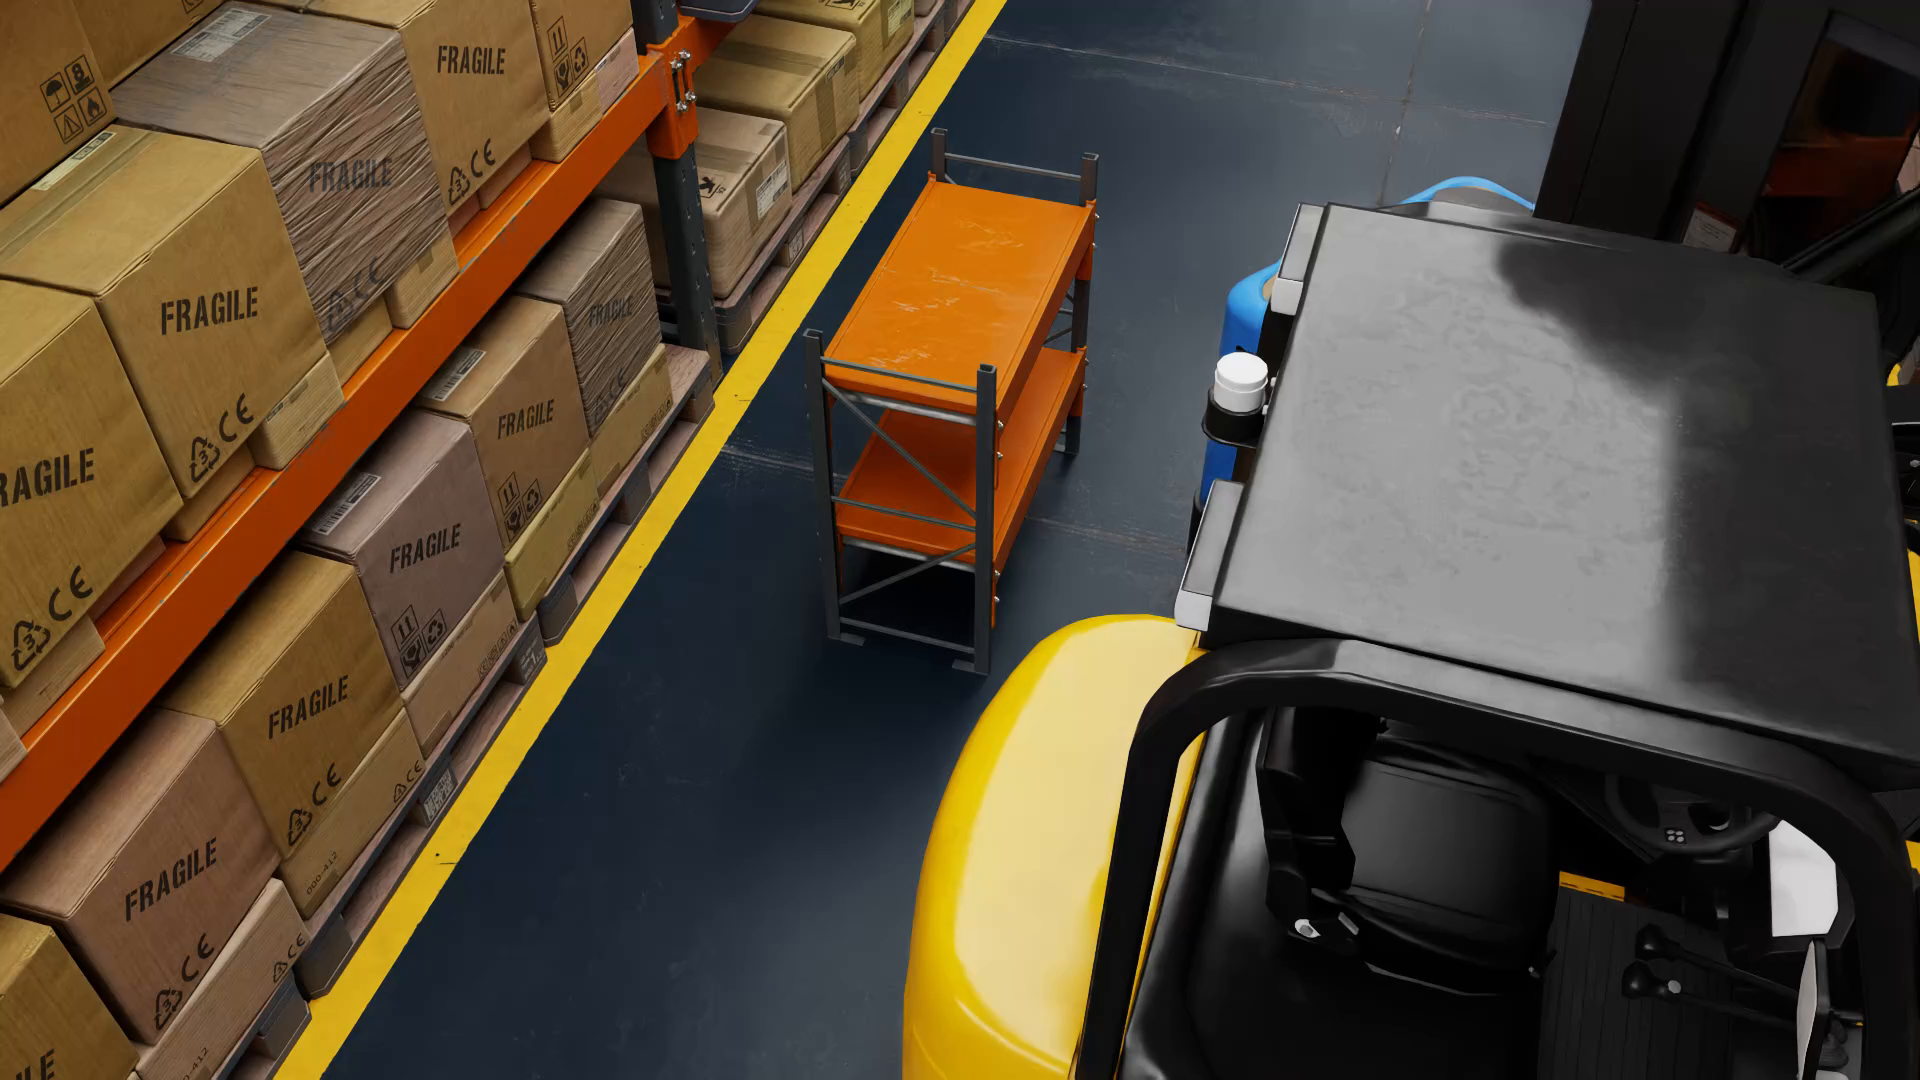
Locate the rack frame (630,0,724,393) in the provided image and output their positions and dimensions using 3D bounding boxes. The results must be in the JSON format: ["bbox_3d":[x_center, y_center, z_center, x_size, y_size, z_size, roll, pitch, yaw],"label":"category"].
[{"bbox_3d":[-1.323,-1.710,4.853,1.000,3.000,0.127,13,46,13],"label":"rack frame"}]

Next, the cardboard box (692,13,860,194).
[{"bbox_3d":[-0.952,-1.751,6.473,0.950,0.372,0.625,15,46,15],"label":"cardboard box"}]

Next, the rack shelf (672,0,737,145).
[{"bbox_3d":[-0.717,-2.786,6.466,1.077,0.370,4.000,13,46,13],"label":"rack shelf"}]

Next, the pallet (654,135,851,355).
[{"bbox_3d":[-1.088,-1.232,6.358,1.003,0.211,1.213,13,46,13],"label":"pallet"}]

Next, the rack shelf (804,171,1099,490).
[{"bbox_3d":[0.002,-0.616,4.656,0.538,0.278,1.000,13,46,13],"label":"rack shelf"}]

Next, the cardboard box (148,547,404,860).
[{"bbox_3d":[-1.706,0.344,3.883,0.500,0.500,0.500,13,46,13],"label":"cardboard box"}]

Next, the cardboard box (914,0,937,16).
[{"bbox_3d":[-0.508,-2.719,7.462,0.950,0.372,0.625,12,46,12],"label":"cardboard box"}]

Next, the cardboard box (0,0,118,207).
[{"bbox_3d":[-2.087,-0.930,3.057,0.700,0.500,0.500,12,46,12],"label":"cardboard box"}]

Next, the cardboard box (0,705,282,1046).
[{"bbox_3d":[-1.865,0.677,3.543,0.500,0.500,0.500,11,45,11],"label":"cardboard box"}]

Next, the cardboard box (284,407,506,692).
[{"bbox_3d":[-1.552,-0.014,4.249,0.500,0.500,0.500,15,46,15],"label":"cardboard box"}]

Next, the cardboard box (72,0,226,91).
[{"bbox_3d":[-2.016,-1.297,3.432,0.700,0.500,0.500,12,46,12],"label":"cardboard box"}]

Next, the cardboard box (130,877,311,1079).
[{"bbox_3d":[-1.865,0.971,3.778,0.500,0.250,0.500,14,46,14],"label":"cardboard box"}]

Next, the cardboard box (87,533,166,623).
[{"bbox_3d":[-1.824,0.005,3.280,0.380,0.149,0.250,14,46,14],"label":"cardboard box"}]

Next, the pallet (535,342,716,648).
[{"bbox_3d":[-1.492,-0.258,5.363,1.003,0.211,1.213,13,46,13],"label":"pallet"}]

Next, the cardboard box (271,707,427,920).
[{"bbox_3d":[-1.711,0.605,4.153,0.500,0.250,0.500,15,46,15],"label":"cardboard box"}]

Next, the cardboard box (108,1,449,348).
[{"bbox_3d":[-1.522,-0.812,3.651,0.500,0.500,0.500,14,46,14],"label":"cardboard box"}]

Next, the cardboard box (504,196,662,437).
[{"bbox_3d":[-1.246,-0.694,4.944,0.500,0.500,0.500,12,46,12],"label":"cardboard box"}]

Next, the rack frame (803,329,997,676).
[{"bbox_3d":[-0.152,-0.068,4.515,0.500,1.125,0.032,13,46,13],"label":"rack frame"}]

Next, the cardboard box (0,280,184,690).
[{"bbox_3d":[-1.819,-0.128,2.952,0.500,0.500,0.500,12,46,12],"label":"cardboard box"}]

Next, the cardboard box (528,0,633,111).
[{"bbox_3d":[-1.220,-1.503,4.357,0.500,0.500,0.500,11,46,11],"label":"cardboard box"}]

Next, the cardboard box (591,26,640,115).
[{"bbox_3d":[-1.130,-1.341,4.655,0.380,0.149,0.250,12,46,12],"label":"cardboard box"}]

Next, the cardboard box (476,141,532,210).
[{"bbox_3d":[-1.352,-1.016,4.323,0.380,0.149,0.250,13,46,13],"label":"cardboard box"}]

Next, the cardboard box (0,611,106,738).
[{"bbox_3d":[-1.846,0.194,3.087,0.380,0.149,0.250,14,46,14],"label":"cardboard box"}]

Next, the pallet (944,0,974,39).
[{"bbox_3d":[-0.350,-2.859,8.021,1.003,0.211,1.213,13,46,13],"label":"pallet"}]

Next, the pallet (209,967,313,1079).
[{"bbox_3d":[-2.231,1.368,3.701,1.003,0.211,1.213,13,46,13],"label":"pallet"}]

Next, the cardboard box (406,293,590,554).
[{"bbox_3d":[-1.399,-0.355,4.597,0.500,0.500,0.500,13,46,13],"label":"cardboard box"}]

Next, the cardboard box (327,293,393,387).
[{"bbox_3d":[-1.540,-0.499,3.795,0.380,0.149,0.250,12,46,12],"label":"cardboard box"}]

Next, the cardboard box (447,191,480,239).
[{"bbox_3d":[-1.441,-0.853,4.157,0.380,0.149,0.250,12,46,12],"label":"cardboard box"}]

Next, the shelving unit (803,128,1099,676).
[{"bbox_3d":[0.002,-0.407,4.861,0.538,1.125,1.048,13,46,13],"label":"shelving unit"}]

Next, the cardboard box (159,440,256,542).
[{"bbox_3d":[-1.716,-0.165,3.453,0.380,0.149,0.250,11,46,11],"label":"cardboard box"}]

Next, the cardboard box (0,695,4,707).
[{"bbox_3d":[-1.973,0.211,2.605,0.500,0.500,0.500,14,46,14],"label":"cardboard box"}]

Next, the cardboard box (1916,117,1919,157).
[{"bbox_3d":[4.228,-1.778,6.320,0.875,0.625,0.625,14,46,14],"label":"cardboard box"}]

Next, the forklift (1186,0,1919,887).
[{"bbox_3d":[1.981,-0.332,3.494,1.130,2.935,3.031,-28,51,-26],"label":"forklift"}]

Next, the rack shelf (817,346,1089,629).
[{"bbox_3d":[0.002,-0.232,5.032,0.538,0.278,1.000,13,46,13],"label":"rack shelf"}]

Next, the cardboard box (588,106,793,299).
[{"bbox_3d":[-1.166,-1.271,5.983,0.950,0.372,0.625,13,46,13],"label":"cardboard box"}]

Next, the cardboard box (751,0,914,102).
[{"bbox_3d":[-0.743,-2.215,6.947,0.950,0.372,0.625,14,46,14],"label":"cardboard box"}]

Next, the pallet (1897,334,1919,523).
[{"bbox_3d":[3.595,-0.164,5.266,1.003,0.211,1.213,13,46,13],"label":"pallet"}]

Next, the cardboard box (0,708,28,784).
[{"bbox_3d":[-1.893,0.373,2.903,0.380,0.149,0.250,13,46,13],"label":"cardboard box"}]

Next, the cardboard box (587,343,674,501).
[{"bbox_3d":[-1.246,-0.426,5.206,0.500,0.250,0.500,14,46,14],"label":"cardboard box"}]

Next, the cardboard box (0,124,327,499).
[{"bbox_3d":[-1.673,-0.469,3.300,0.500,0.500,0.500,12,46,12],"label":"cardboard box"}]

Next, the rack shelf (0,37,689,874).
[{"bbox_3d":[-1.928,-0.120,3.742,1.077,0.370,4.000,13,46,13],"label":"rack shelf"}]

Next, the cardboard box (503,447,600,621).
[{"bbox_3d":[-1.397,-0.069,4.842,0.500,0.250,0.500,11,46,11],"label":"cardboard box"}]

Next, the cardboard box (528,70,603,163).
[{"bbox_3d":[-1.199,-1.173,4.484,0.380,0.149,0.250,13,46,13],"label":"cardboard box"}]

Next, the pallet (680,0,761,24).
[{"bbox_3d":[-0.953,-2.120,5.409,1.003,0.211,1.213,13,46,13],"label":"pallet"}]

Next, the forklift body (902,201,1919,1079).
[{"bbox_3d":[1.033,0.658,3.039,2.313,2.155,1.214,13,46,13],"label":"forklift body"}]

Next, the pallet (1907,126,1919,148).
[{"bbox_3d":[4.334,-1.790,6.928,1.003,0.211,1.213,13,46,13],"label":"pallet"}]

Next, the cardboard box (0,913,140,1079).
[{"bbox_3d":[-2.020,1.026,3.186,0.500,0.500,0.500,11,45,11],"label":"cardboard box"}]

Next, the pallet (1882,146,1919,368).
[{"bbox_3d":[3.963,-0.979,6.100,1.003,0.211,1.213,13,46,13],"label":"pallet"}]

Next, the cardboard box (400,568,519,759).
[{"bbox_3d":[-1.556,0.269,4.496,0.500,0.250,0.500,13,46,13],"label":"cardboard box"}]

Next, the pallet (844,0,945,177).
[{"bbox_3d":[-0.721,-2.048,7.192,1.003,0.211,1.213,13,46,13],"label":"pallet"}]

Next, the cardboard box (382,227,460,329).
[{"bbox_3d":[-1.434,-0.663,3.963,0.380,0.149,0.250,12,46,12],"label":"cardboard box"}]

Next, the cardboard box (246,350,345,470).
[{"bbox_3d":[-1.584,-0.320,3.612,0.380,0.149,0.250,13,46,13],"label":"cardboard box"}]

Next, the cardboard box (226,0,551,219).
[{"bbox_3d":[-1.370,-1.158,4.005,0.500,0.500,0.500,14,46,14],"label":"cardboard box"}]

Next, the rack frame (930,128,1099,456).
[{"bbox_3d":[0.156,-0.745,5.207,0.500,1.125,0.032,13,46,13],"label":"rack frame"}]

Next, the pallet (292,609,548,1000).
[{"bbox_3d":[-1.860,0.558,4.529,1.003,0.211,1.213,13,46,13],"label":"pallet"}]

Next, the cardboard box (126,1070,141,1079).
[{"bbox_3d":[-2.026,1.310,3.432,0.500,0.250,0.500,12,46,12],"label":"cardboard box"}]
